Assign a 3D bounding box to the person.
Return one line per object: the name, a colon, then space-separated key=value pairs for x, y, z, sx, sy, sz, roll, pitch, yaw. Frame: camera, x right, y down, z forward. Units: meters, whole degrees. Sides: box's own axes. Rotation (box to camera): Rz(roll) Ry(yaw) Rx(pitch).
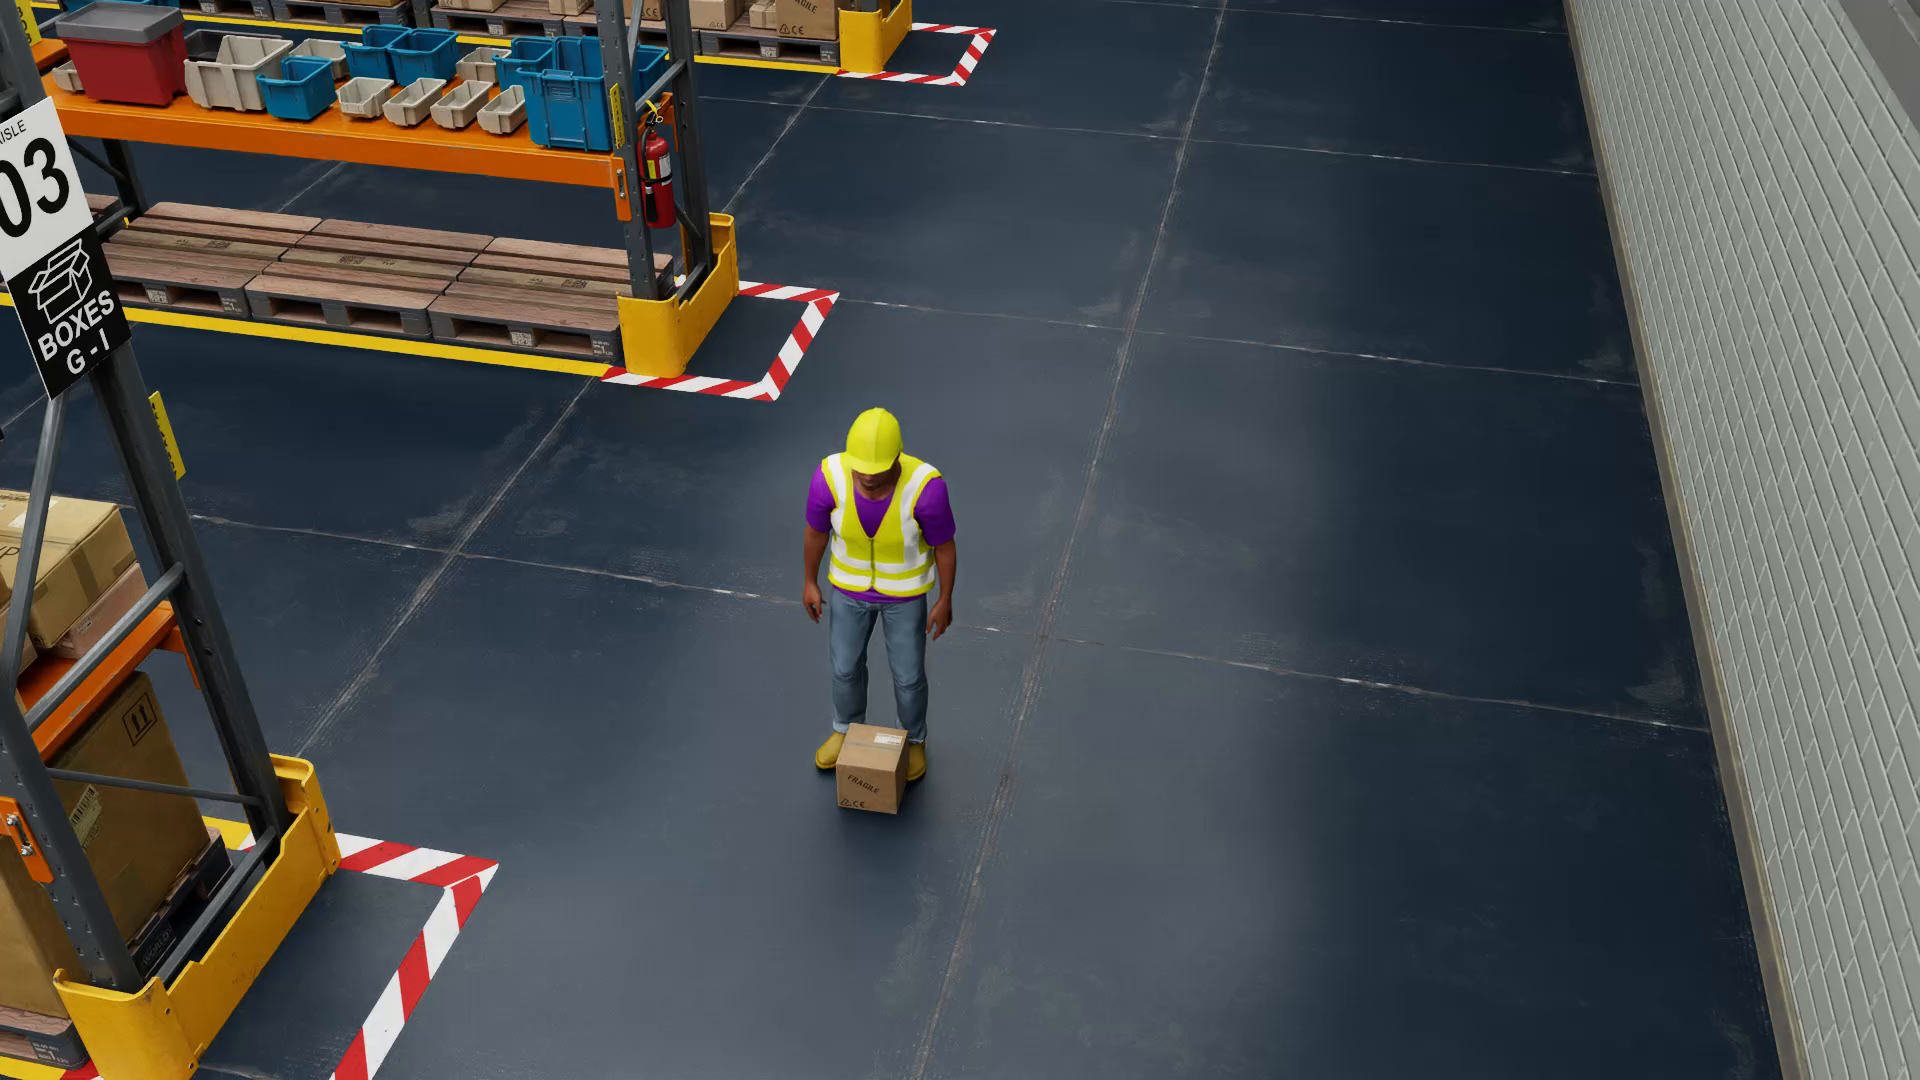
person: x=-0.329 y=0.208 z=6.668 sx=0.625 sy=1.760 sz=0.459 roll=7 pitch=37 yaw=9
